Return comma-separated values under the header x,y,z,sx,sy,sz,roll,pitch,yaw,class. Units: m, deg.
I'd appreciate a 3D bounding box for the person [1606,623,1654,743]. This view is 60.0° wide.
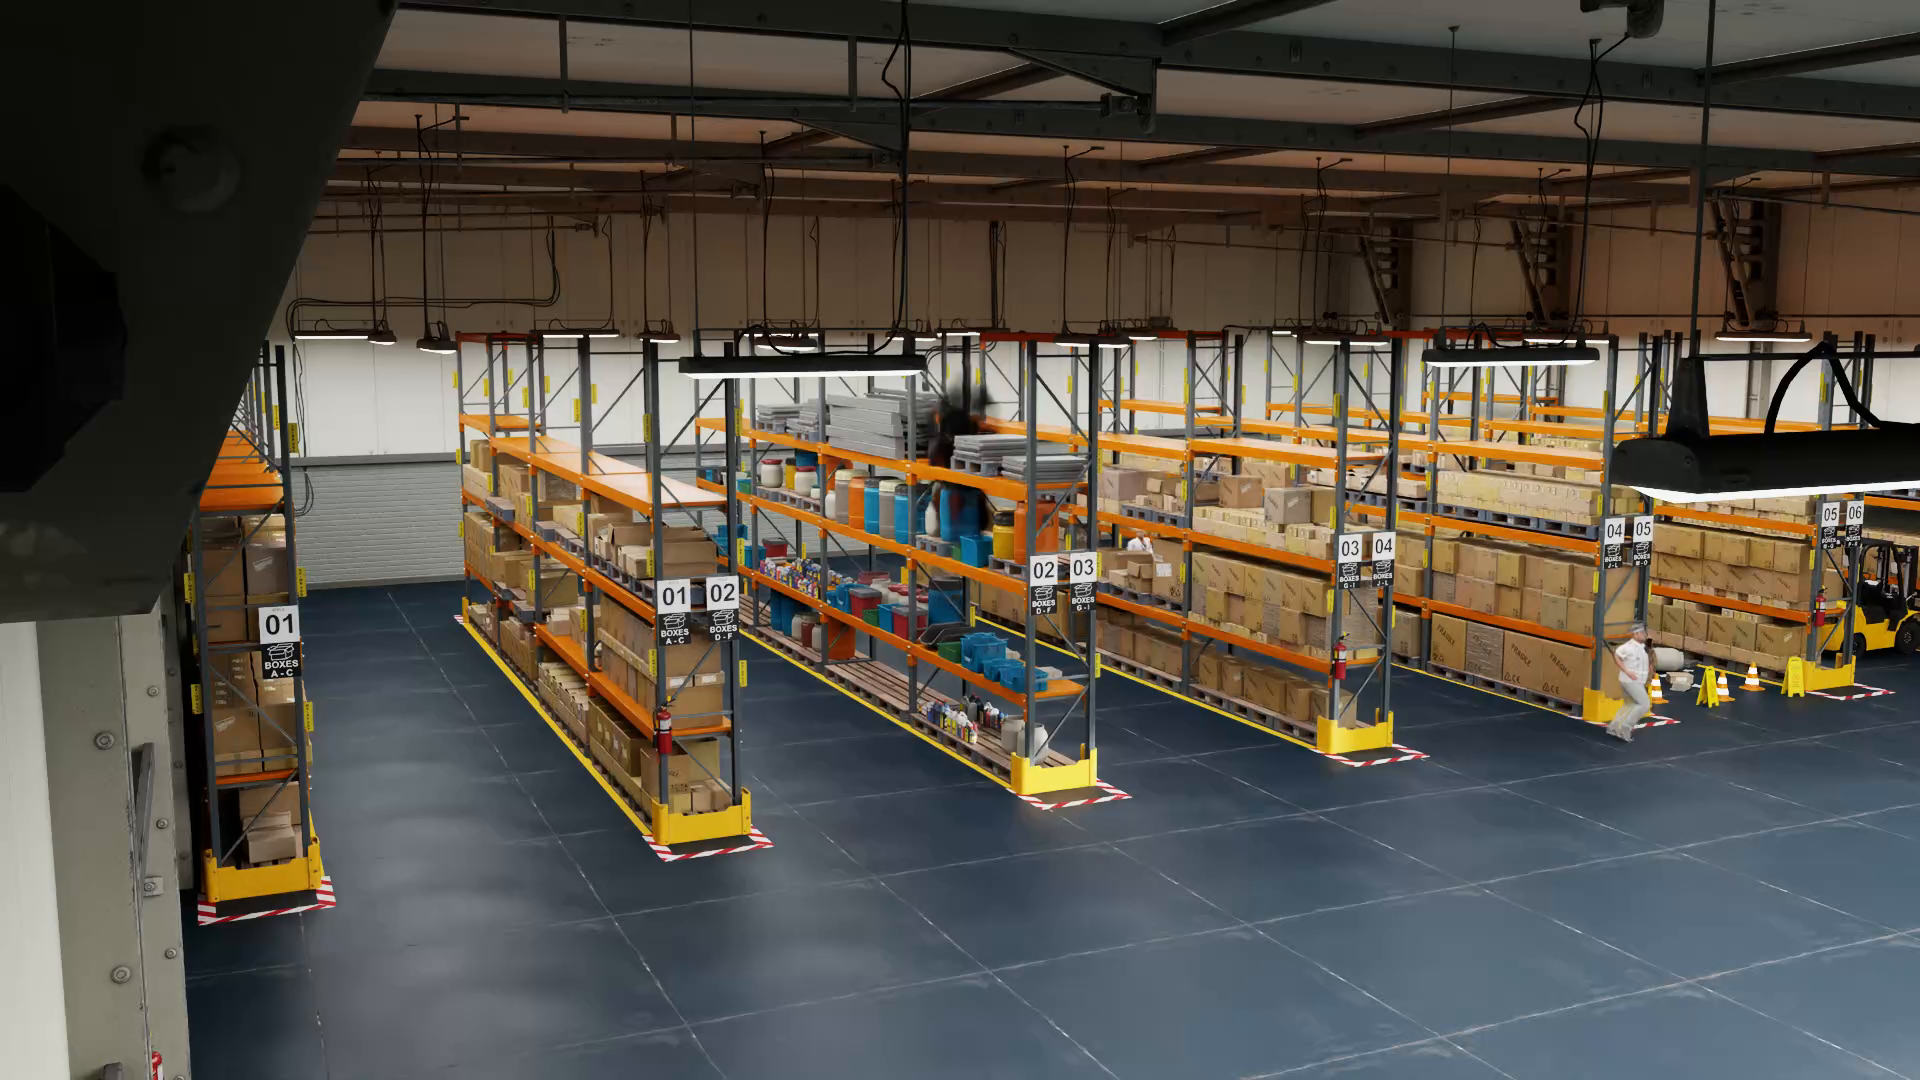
x,y,z,sx,sy,sz,roll,pitch,yaw,class
10.081,2.131,24.913,0.621,1.799,0.687,5,9,35,person

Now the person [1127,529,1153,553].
x,y,z,sx,sy,sz,roll,pitch,yaw,class
3.965,0.598,36.201,0.719,1.765,0.730,-3,8,-19,person
